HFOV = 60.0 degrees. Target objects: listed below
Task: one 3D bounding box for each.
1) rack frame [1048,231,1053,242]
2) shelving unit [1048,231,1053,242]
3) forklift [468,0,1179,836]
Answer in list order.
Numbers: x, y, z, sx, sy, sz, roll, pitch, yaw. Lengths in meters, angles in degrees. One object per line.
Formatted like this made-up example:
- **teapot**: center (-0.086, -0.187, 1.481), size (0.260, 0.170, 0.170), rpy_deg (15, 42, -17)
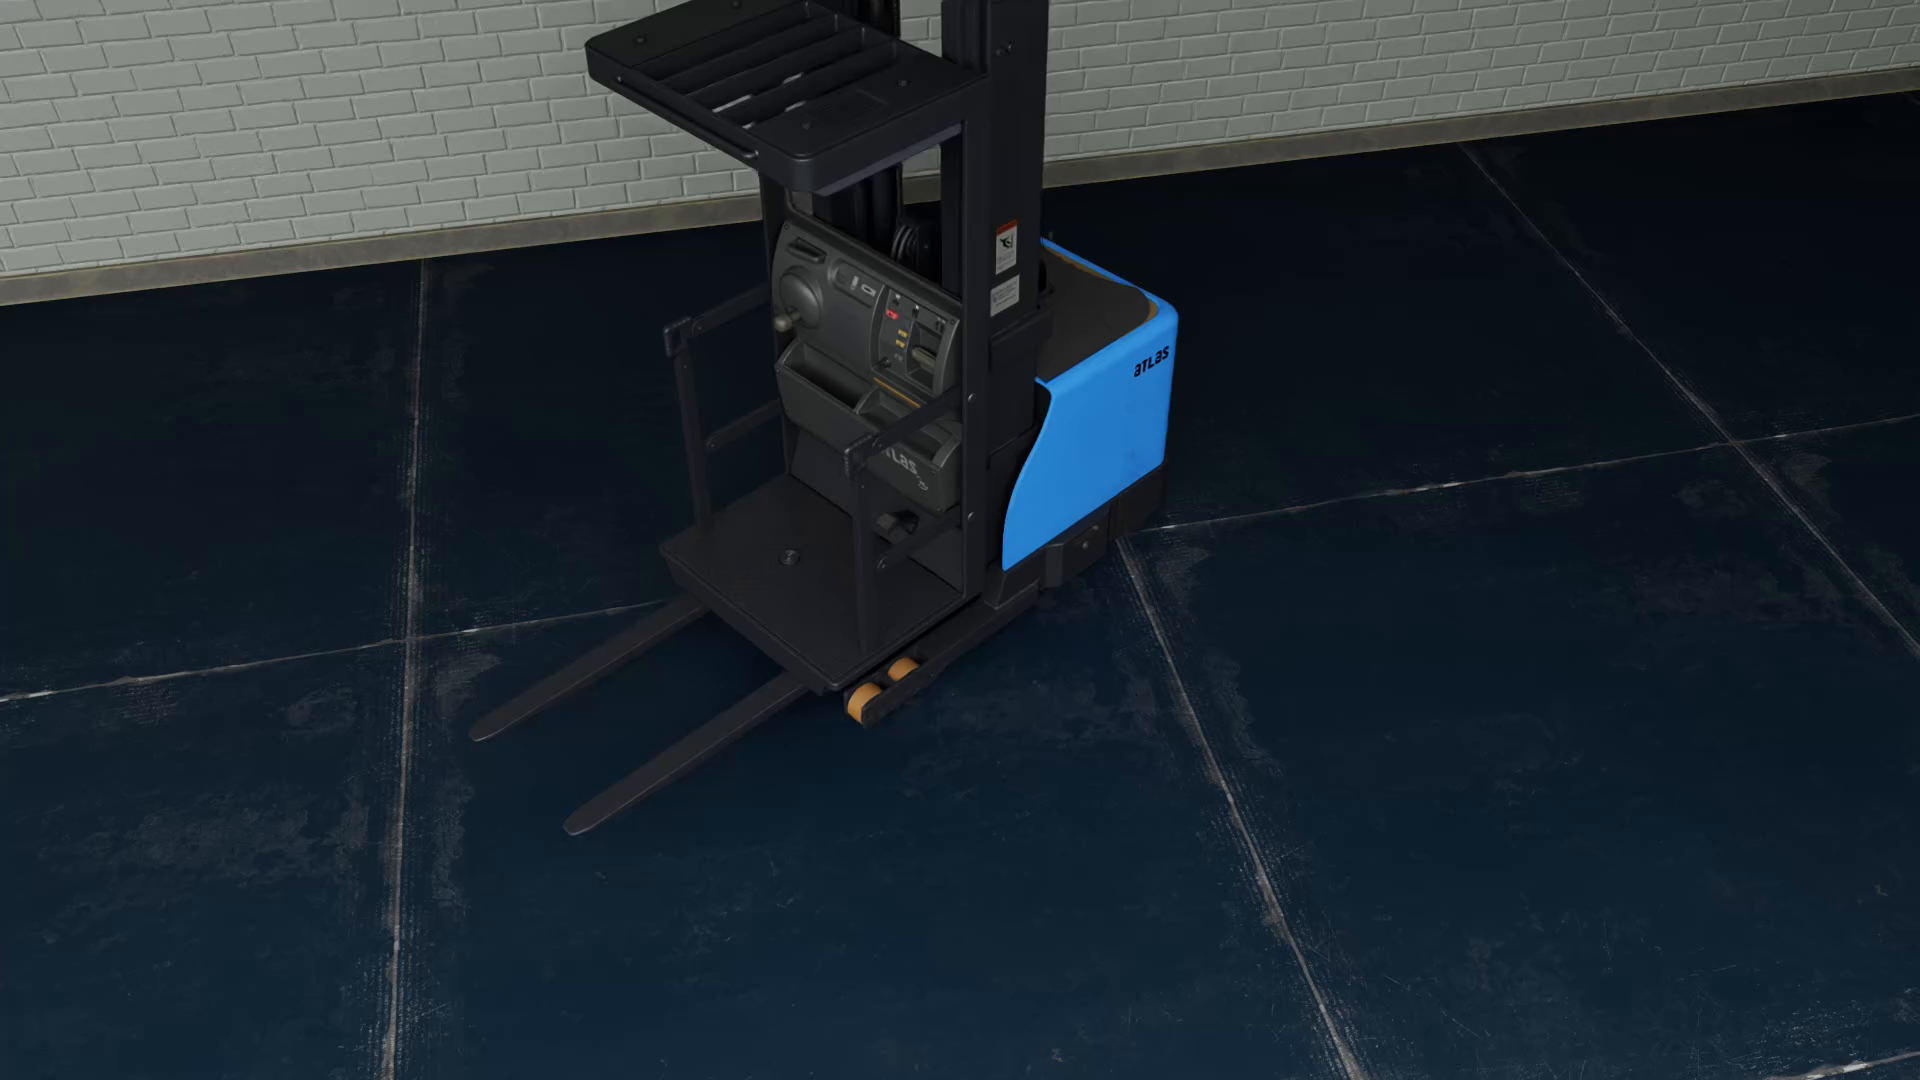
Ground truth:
- **rack frame**: center (0.318, -1.002, 7.701), size (0.240, 0.900, 0.006), rpy_deg (-27, 48, -27)
- **shelving unit**: center (0.257, -1.056, 7.762), size (0.258, 0.900, 0.210), rpy_deg (-27, 48, -27)
- **forklift**: center (-0.502, -0.769, 5.908), size (3.031, 2.935, 1.130), rpy_deg (-33, 51, -32)
